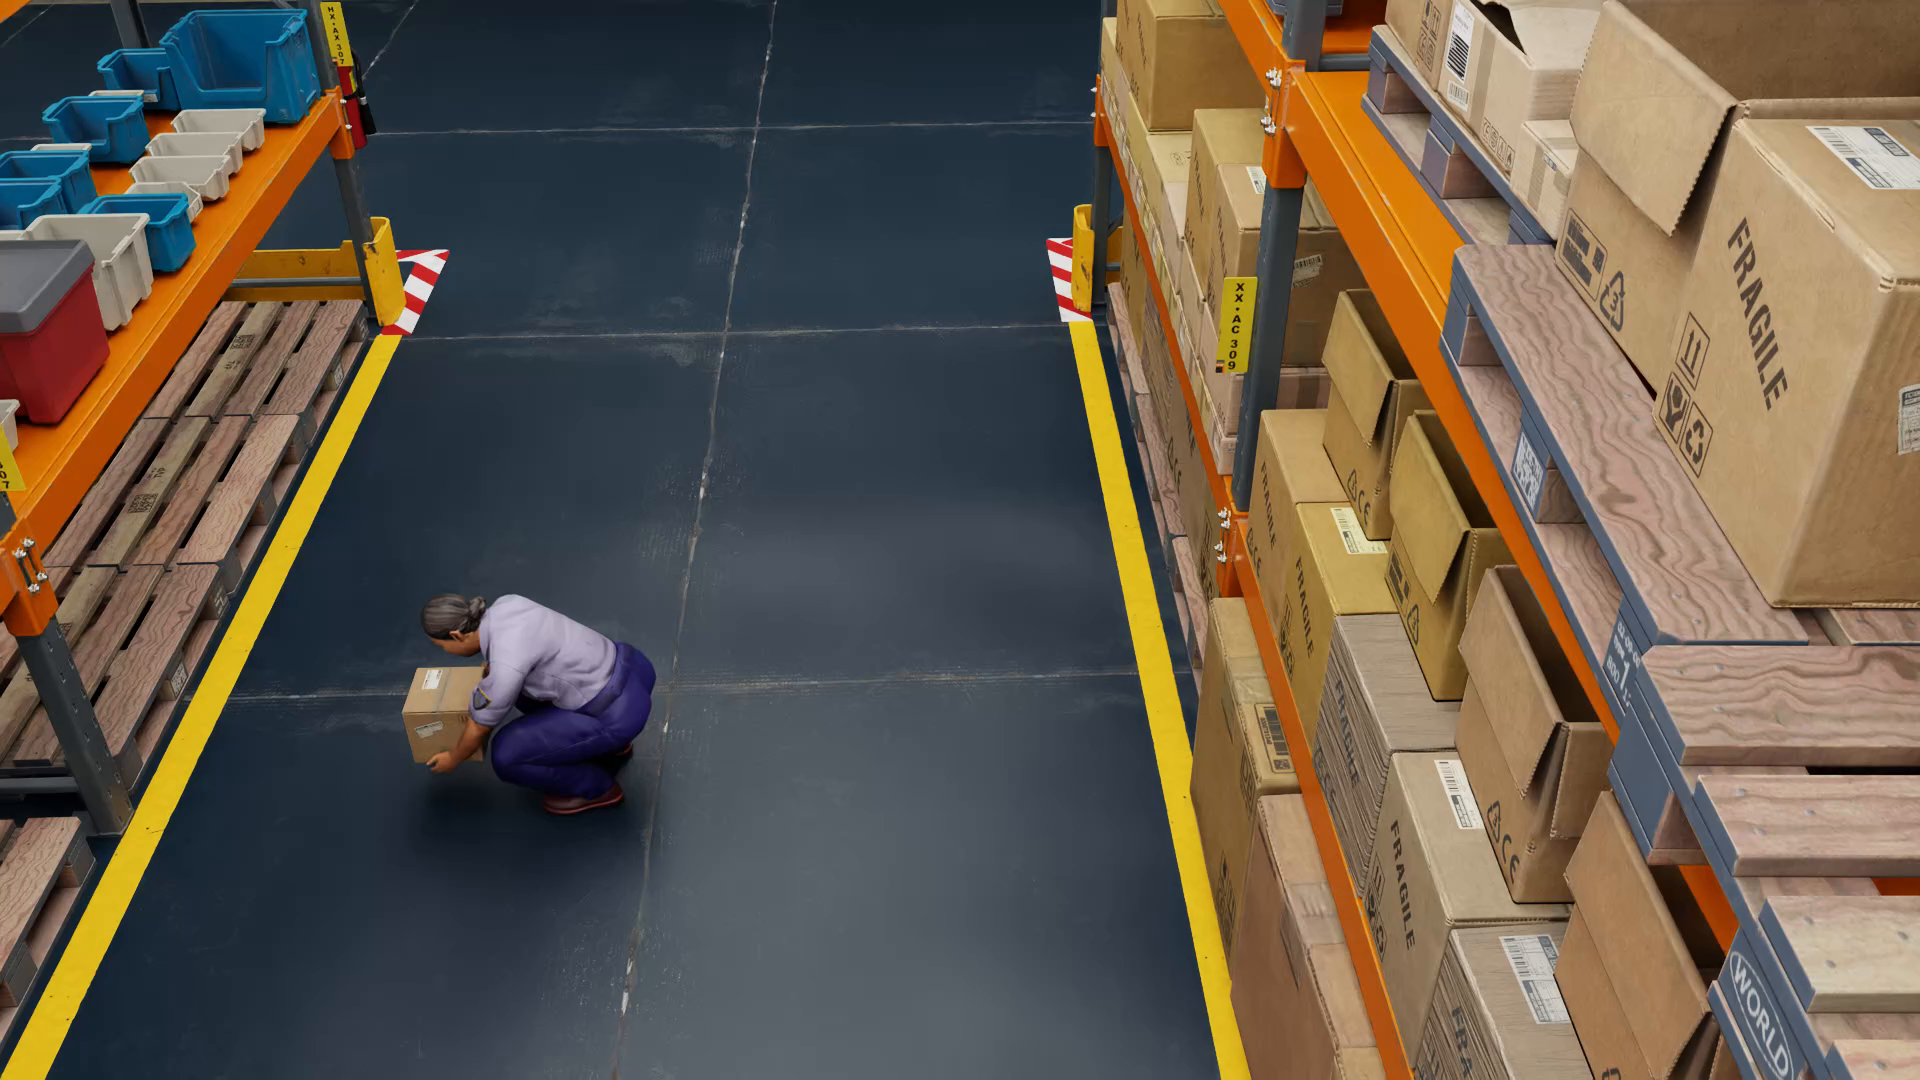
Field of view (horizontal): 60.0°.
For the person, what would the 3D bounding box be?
[{"bbox_3d":[-1.537,0.537,6.041,0.828,0.923,0.528,-1,35,-2],"label":"person"}]
